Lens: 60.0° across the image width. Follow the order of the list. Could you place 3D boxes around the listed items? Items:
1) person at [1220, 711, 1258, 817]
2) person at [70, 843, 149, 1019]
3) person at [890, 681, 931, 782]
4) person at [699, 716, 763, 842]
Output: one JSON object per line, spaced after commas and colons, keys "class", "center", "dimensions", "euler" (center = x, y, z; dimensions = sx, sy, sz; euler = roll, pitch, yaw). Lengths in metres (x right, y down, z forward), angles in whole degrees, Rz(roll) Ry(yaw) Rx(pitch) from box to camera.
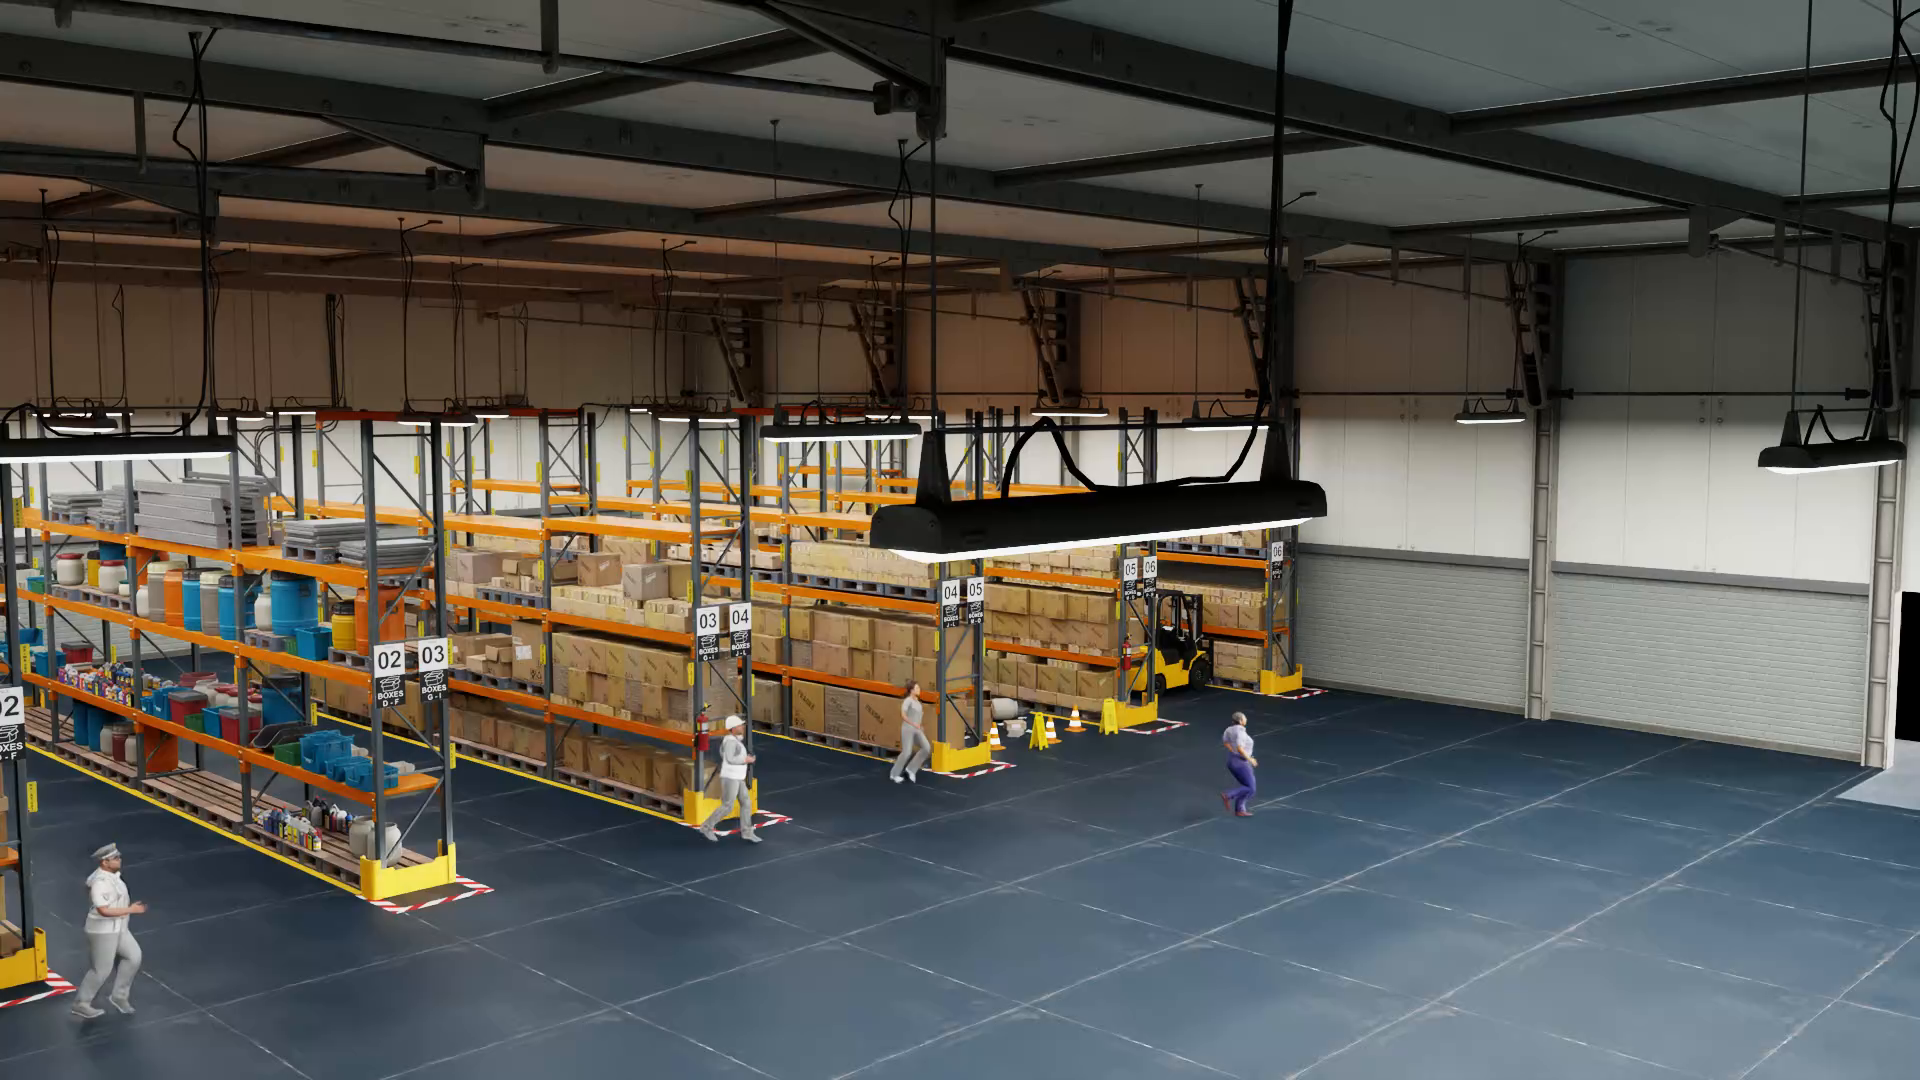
{"class": "person", "center": [4.114, 3.358, 24.781], "dimensions": [0.584, 1.585, 0.609], "euler": [-1, 5, -16]}
{"class": "person", "center": [-8.614, 3.982, 16.852], "dimensions": [0.762, 1.861, 0.681], "euler": [-1, 5, -14]}
{"class": "person", "center": [-0.768, 3.114, 27.127], "dimensions": [0.632, 1.633, 0.623], "euler": [3, 6, 30]}
{"class": "person", "center": [-3.220, 3.369, 23.437], "dimensions": [0.878, 1.793, 0.667], "euler": [0, 5, 0]}
